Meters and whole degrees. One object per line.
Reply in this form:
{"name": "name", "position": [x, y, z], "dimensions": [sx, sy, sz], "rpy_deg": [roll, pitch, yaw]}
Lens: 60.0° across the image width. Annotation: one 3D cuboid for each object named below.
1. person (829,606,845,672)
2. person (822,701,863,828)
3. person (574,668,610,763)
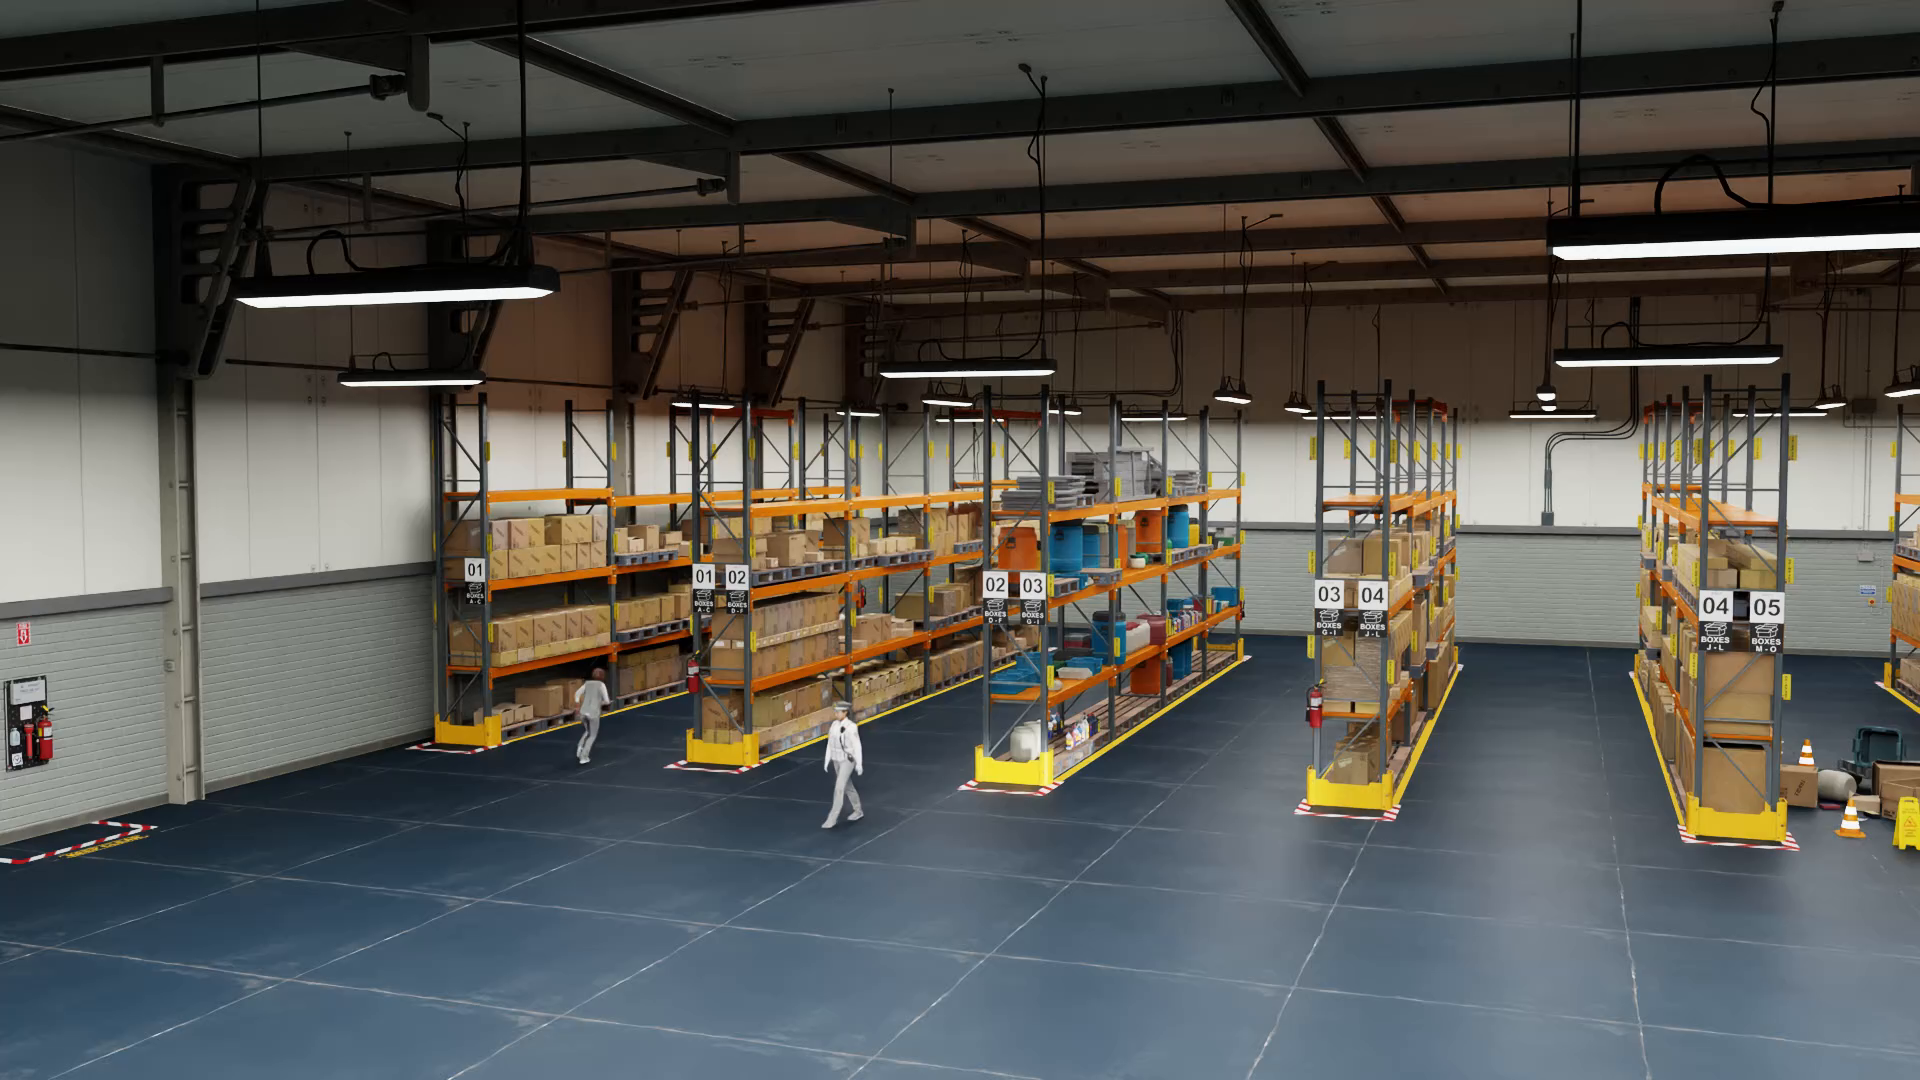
{"name": "person", "position": [-2.663, 2.221, 36.023], "dimensions": [0.659, 1.743, 0.656], "rpy_deg": [0, 3, 6]}
{"name": "person", "position": [-1.620, 2.976, 22.256], "dimensions": [0.887, 1.629, 0.534], "rpy_deg": [-3, 4, -42]}
{"name": "person", "position": [-5.959, 2.824, 26.957], "dimensions": [0.536, 1.497, 0.756], "rpy_deg": [1, 3, 23]}
